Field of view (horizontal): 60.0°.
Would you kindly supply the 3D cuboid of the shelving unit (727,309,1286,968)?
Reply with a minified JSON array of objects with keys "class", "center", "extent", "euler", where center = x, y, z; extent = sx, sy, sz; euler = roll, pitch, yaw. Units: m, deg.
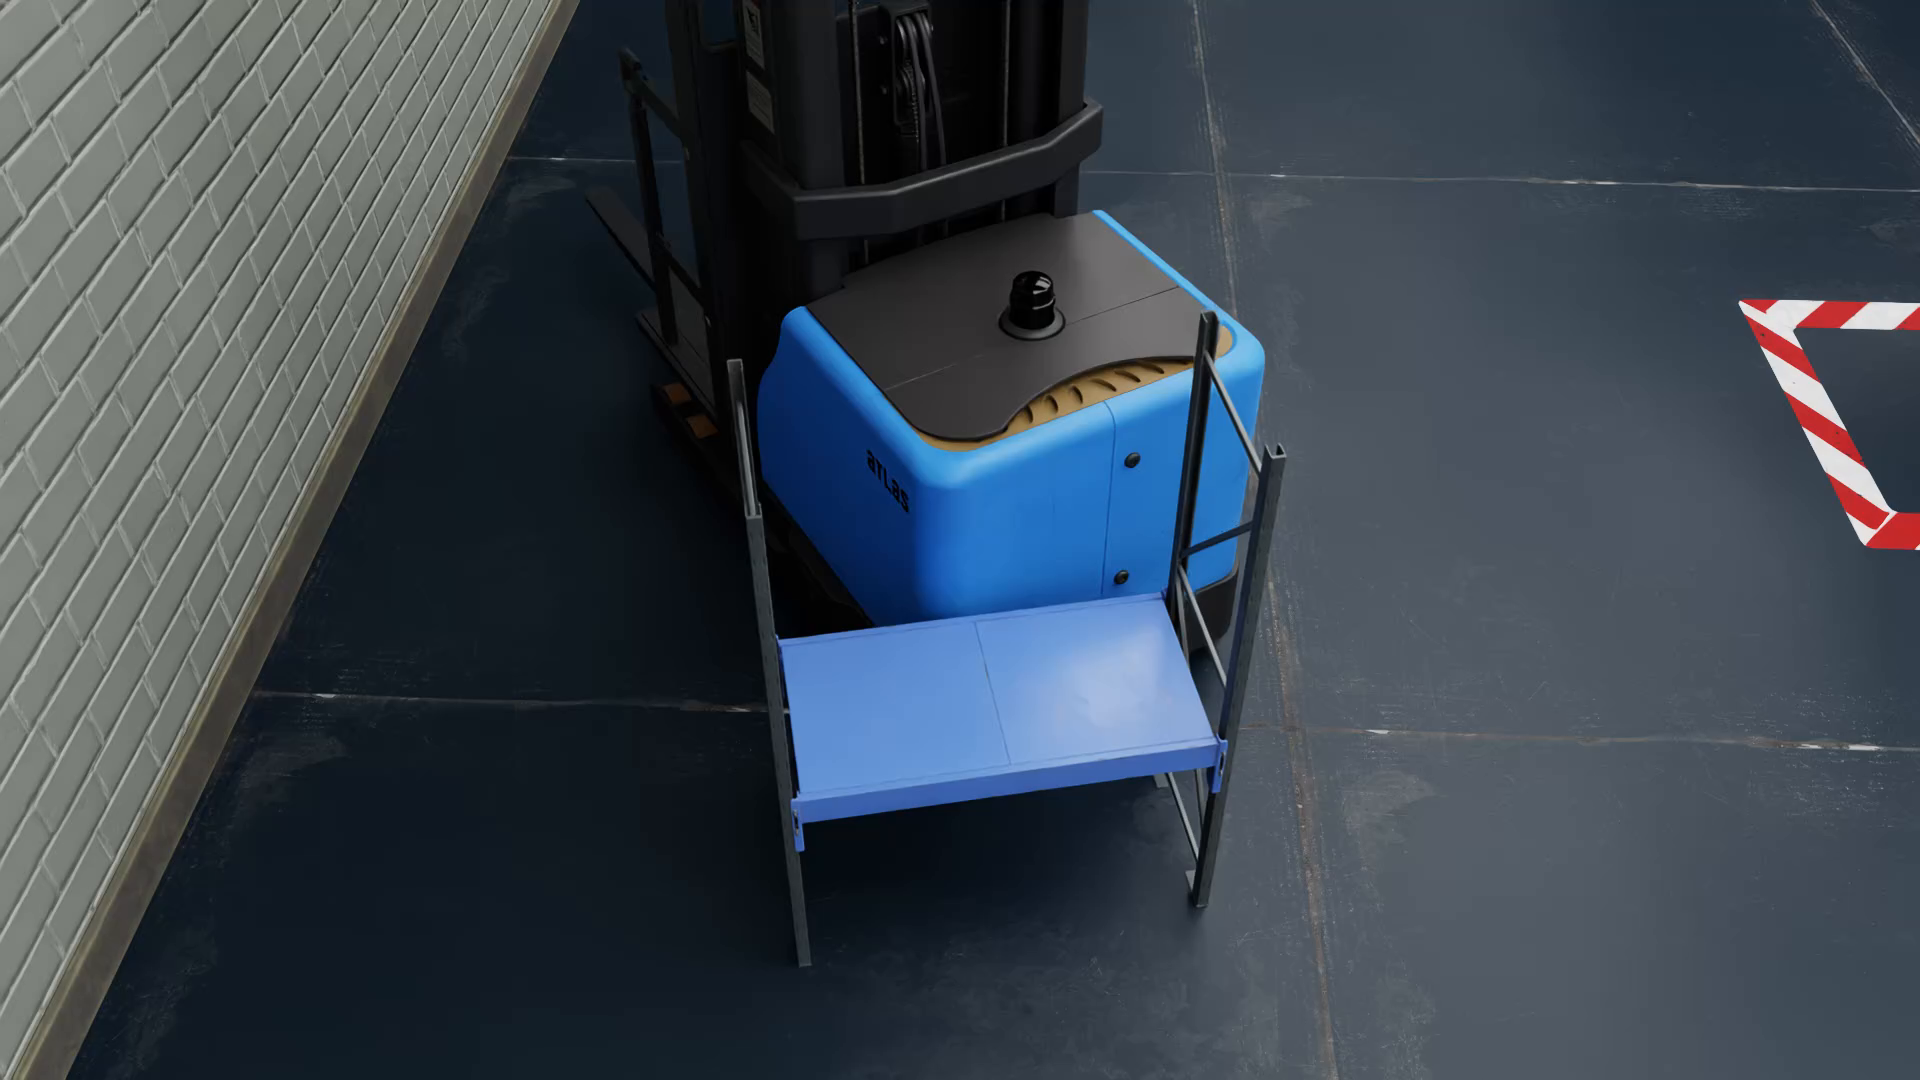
[{"class":"shelving unit","center":[0.075,0.281,3.848],"extent":[1.048,1.500,0.538],"euler":[-7,43,-7]}]

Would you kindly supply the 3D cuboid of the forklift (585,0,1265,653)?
[{"class":"forklift","center":[-0.382,-1.475,4.683],"extent":[1.130,2.935,3.031],"euler":[-22,47,-22]}]

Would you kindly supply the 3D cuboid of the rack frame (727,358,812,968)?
[{"class":"rack frame","center":[-0.426,0.340,3.784],"extent":[0.032,1.500,0.500],"euler":[-7,43,-7]}]

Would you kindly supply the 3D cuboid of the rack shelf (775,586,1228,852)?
[{"class":"rack shelf","center":[0.075,0.412,3.971],"extent":[1.000,0.185,0.538],"euler":[-7,43,-7]}]

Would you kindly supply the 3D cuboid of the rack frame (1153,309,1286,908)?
[{"class":"rack frame","center":[0.576,0.221,3.912],"extent":[0.032,1.500,0.500],"euler":[-7,43,-7]}]
